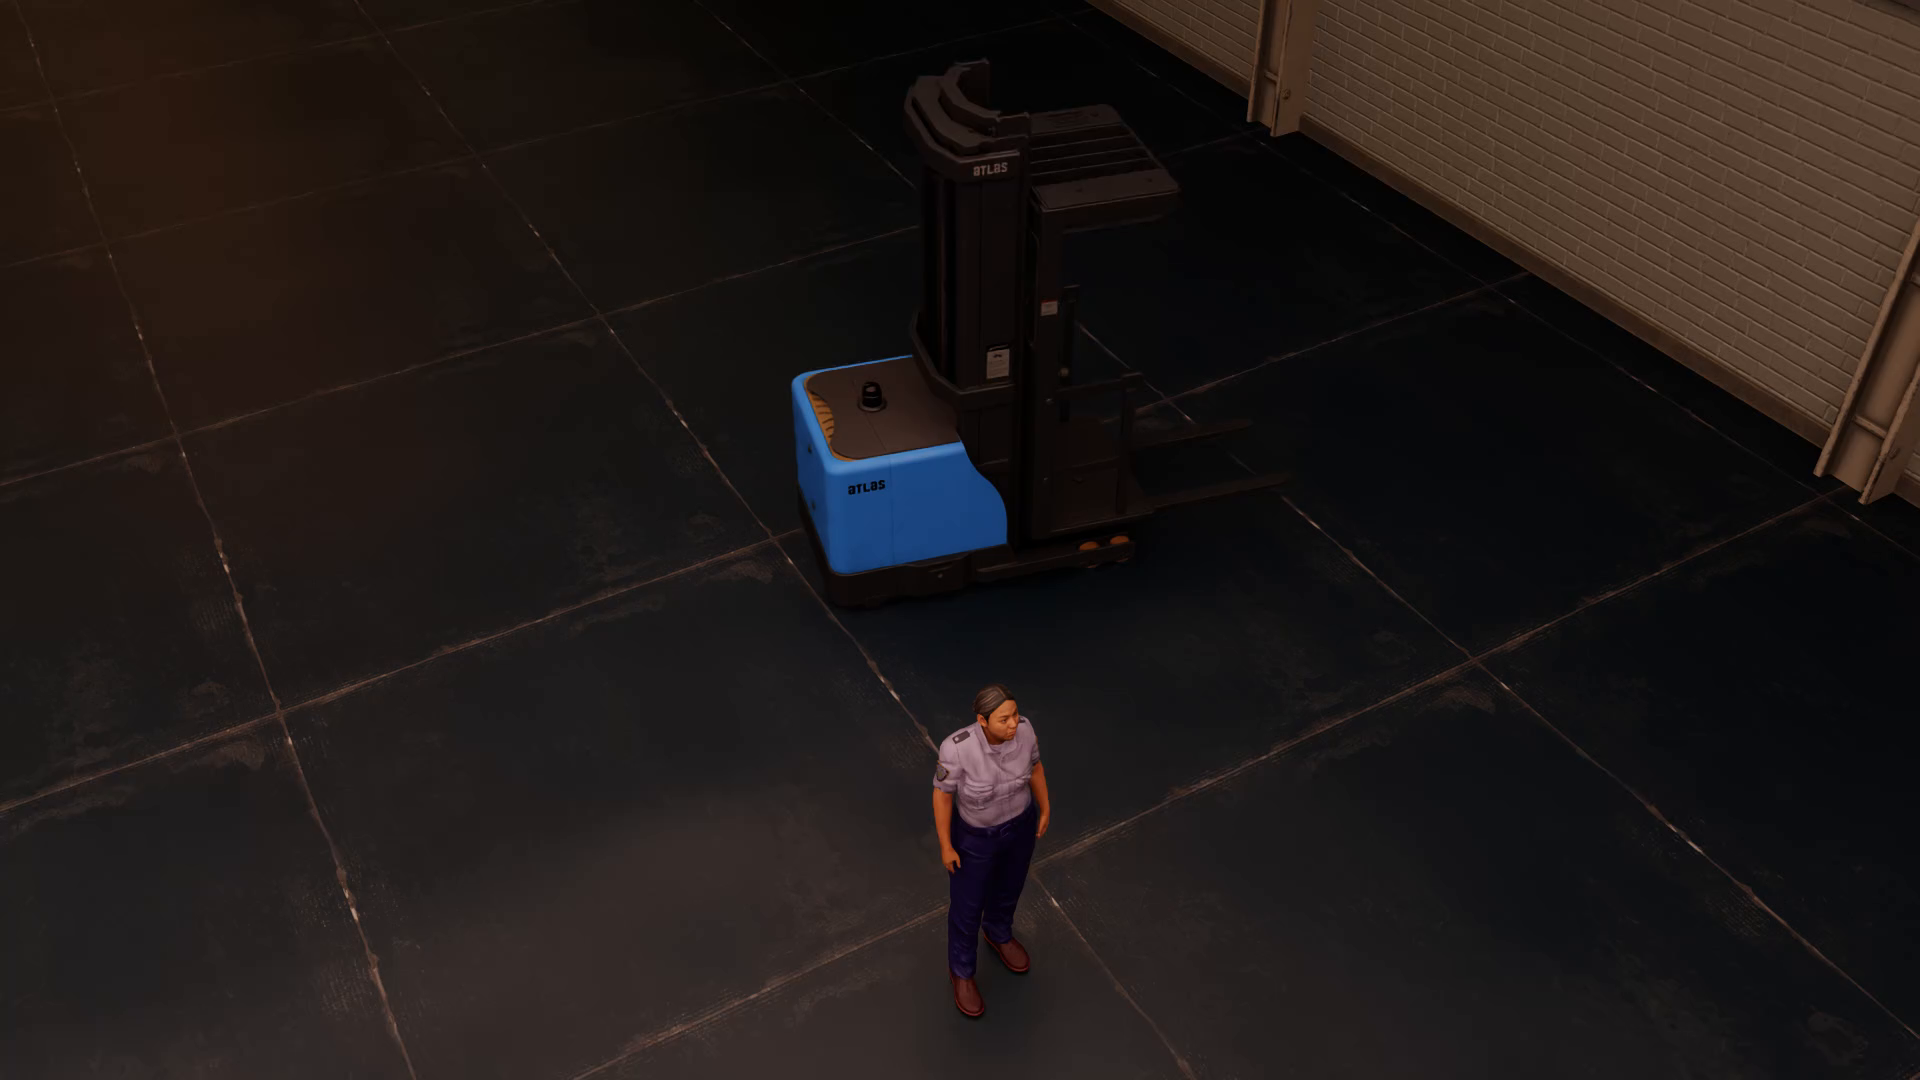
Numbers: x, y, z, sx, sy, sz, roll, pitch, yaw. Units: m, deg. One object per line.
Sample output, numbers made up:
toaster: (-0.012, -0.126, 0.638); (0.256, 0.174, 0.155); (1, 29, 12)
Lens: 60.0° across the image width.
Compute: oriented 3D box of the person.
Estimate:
person: (0.172, 1.353, 7.399); (0.599, 1.652, 0.504); (-20, 44, -22)

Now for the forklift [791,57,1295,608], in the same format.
forklift: (0.561, -1.266, 9.563); (3.031, 2.935, 1.130); (-11, 41, -13)
